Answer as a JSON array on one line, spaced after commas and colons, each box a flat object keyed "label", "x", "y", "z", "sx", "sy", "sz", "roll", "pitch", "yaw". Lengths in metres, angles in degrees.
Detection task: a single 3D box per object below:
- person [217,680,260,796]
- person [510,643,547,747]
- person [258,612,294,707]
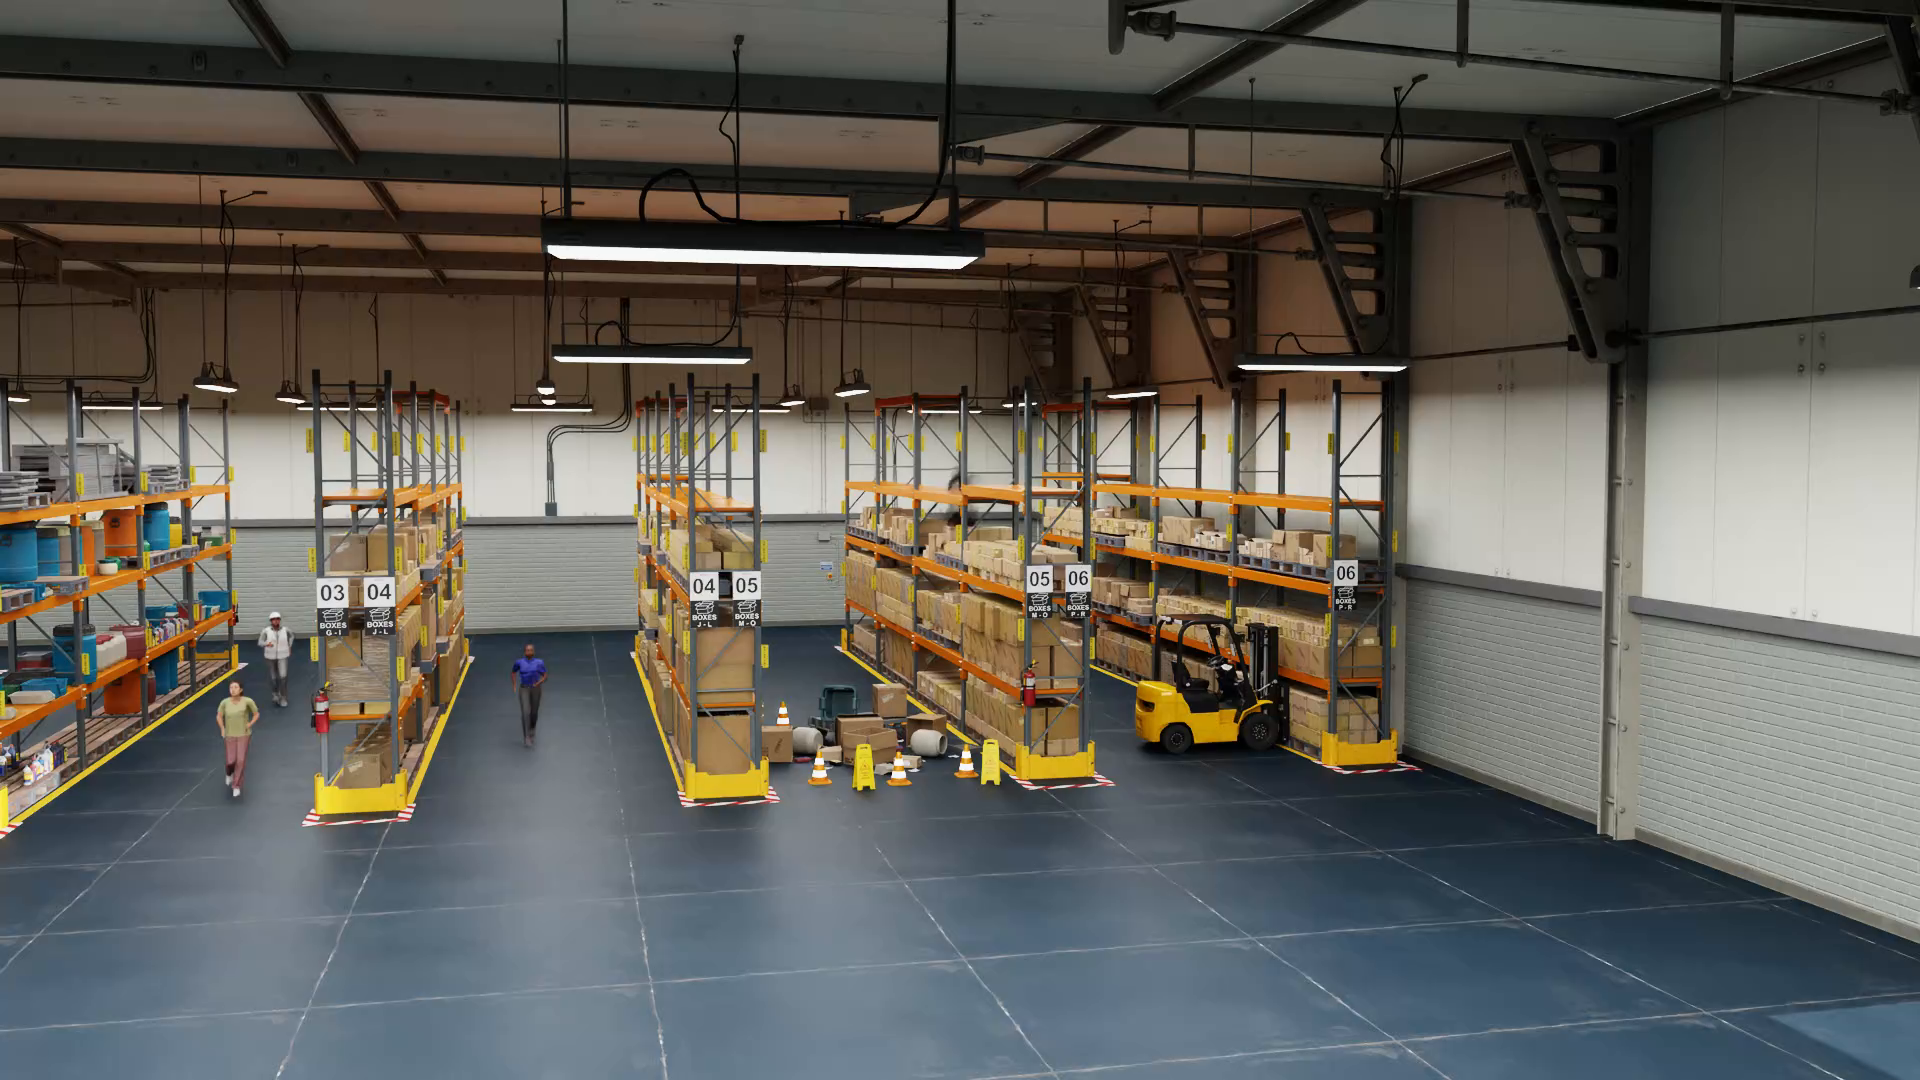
[{"label": "person", "x": -10.346, "y": 2.817, "z": 23.851, "sx": 0.574, "sy": 1.639, "sz": 0.585, "roll": -1, "pitch": 3, "yaw": -19}, {"label": "person", "x": -7.212, "y": 2.567, "z": 27.846, "sx": 0.585, "sy": 1.679, "sz": 0.846, "roll": -1, "pitch": 3, "yaw": -18}, {"label": "person", "x": -13.090, "y": 2.278, "z": 31.828, "sx": 0.641, "sy": 1.824, "sz": 0.780, "roll": -1, "pitch": 4, "yaw": -21}]
